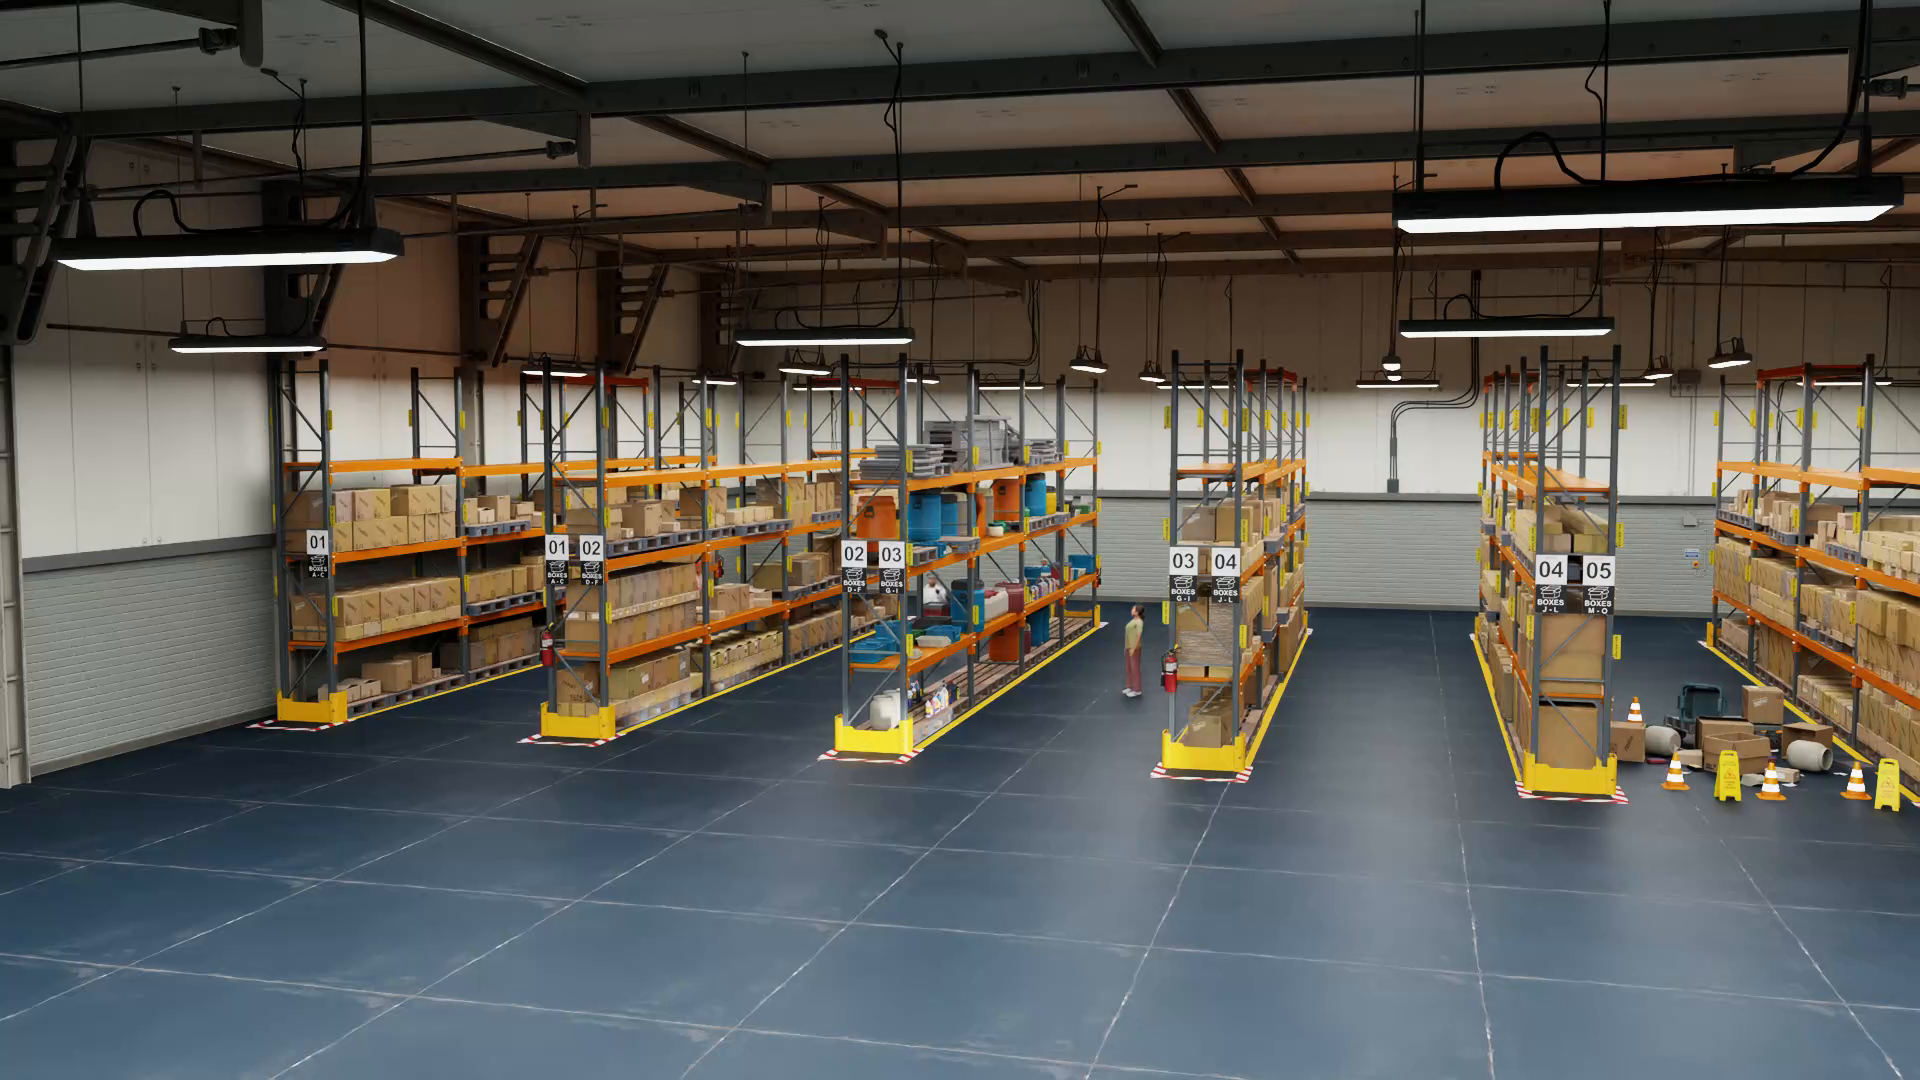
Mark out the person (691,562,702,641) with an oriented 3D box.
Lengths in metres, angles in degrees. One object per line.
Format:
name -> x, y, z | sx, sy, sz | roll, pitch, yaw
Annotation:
person -> -6.009, 1.391, 37.848 | 0.377, 1.805, 0.623 | 2, 4, 23

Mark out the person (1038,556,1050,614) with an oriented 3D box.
person -> 2.023, 1.222, 41.658 | 0.487, 1.607, 0.743 | 2, 5, 24

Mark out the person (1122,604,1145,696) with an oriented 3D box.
person -> 3.170, 2.000, 30.352 | 0.399, 1.680, 0.499 | -2, 4, -23

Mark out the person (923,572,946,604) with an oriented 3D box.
person -> -0.596, 1.474, 33.761 | 0.538, 1.685, 1.023 | 2, 4, 20
